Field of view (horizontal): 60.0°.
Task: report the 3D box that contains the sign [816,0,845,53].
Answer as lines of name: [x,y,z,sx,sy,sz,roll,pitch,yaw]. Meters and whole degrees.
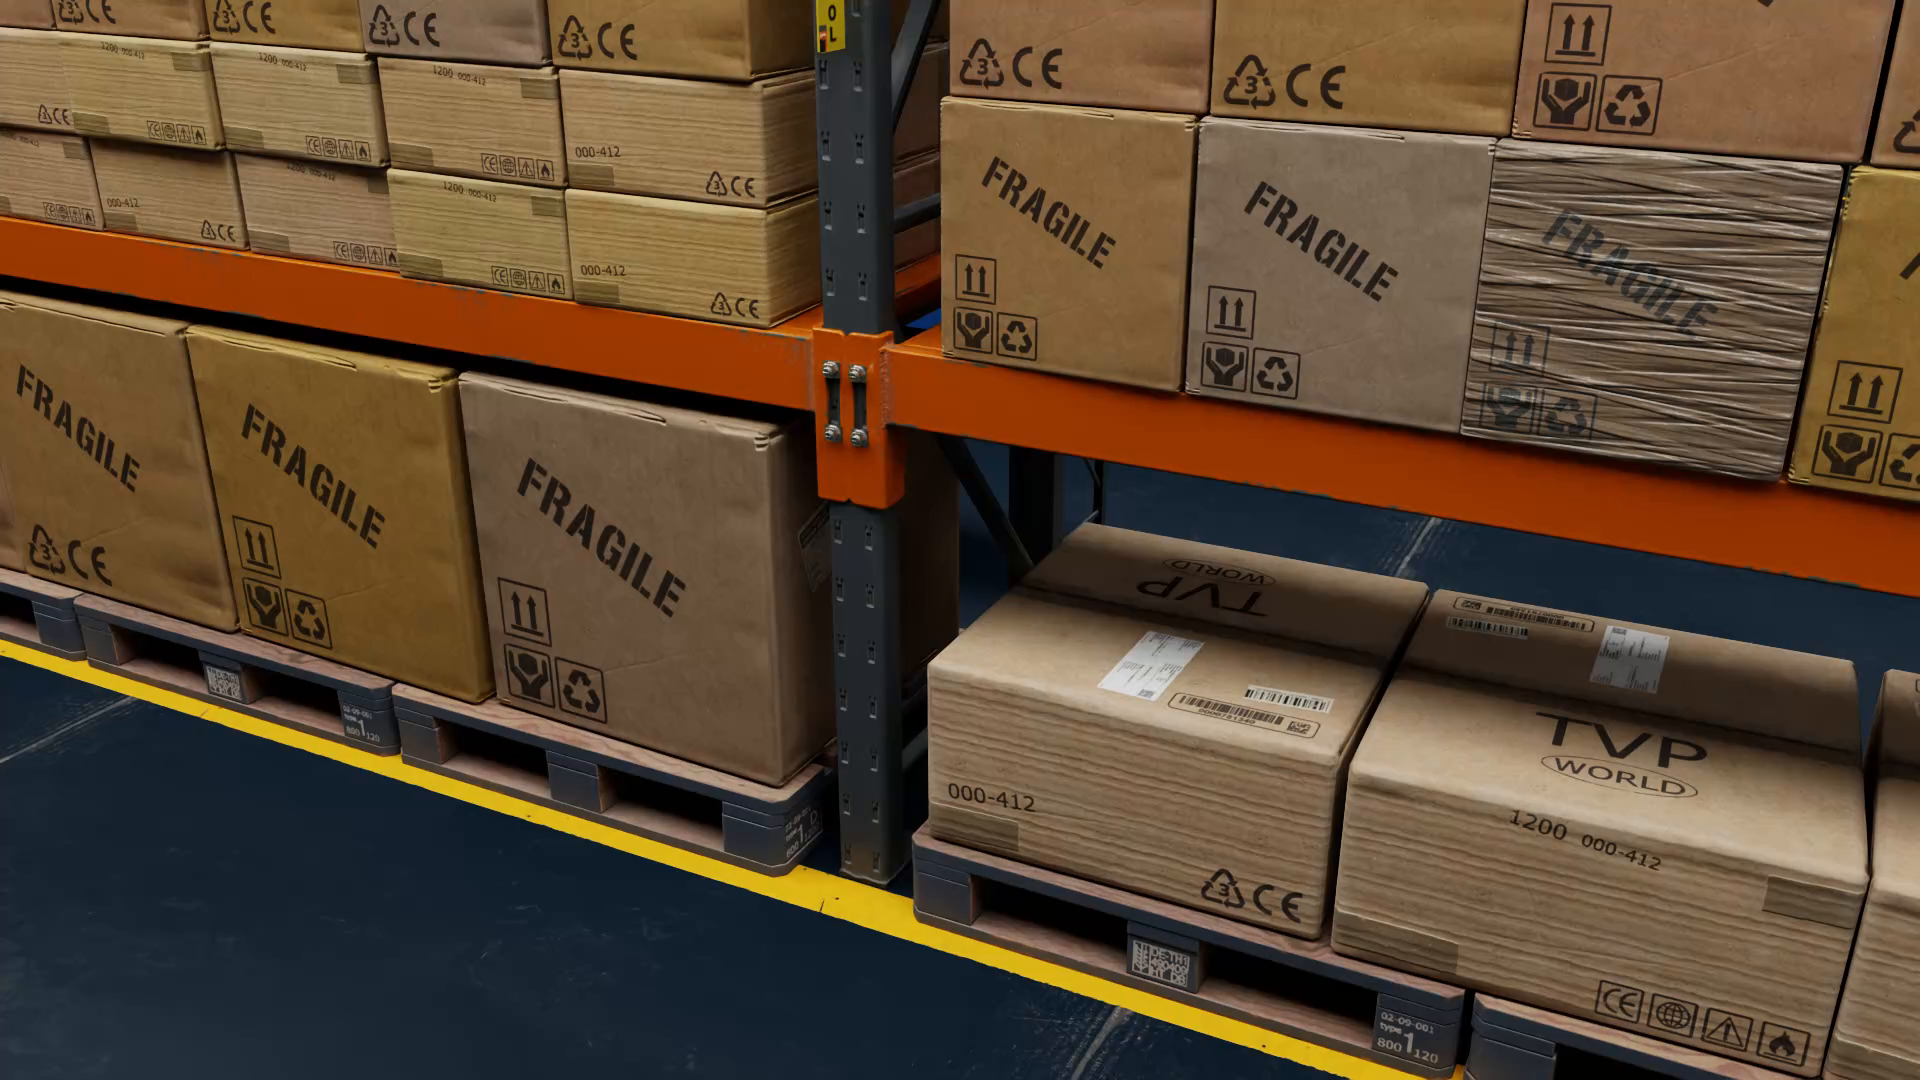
sign: [-0.237,-1.062,3.035,0.005,0.325,0.100,11,25,25]

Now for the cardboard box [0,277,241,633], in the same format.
cardboard box: [-2.198,-0.368,4.962,0.875,0.875,0.875,12,26,25]

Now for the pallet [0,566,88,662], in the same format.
pallet: [-2.901,-0.014,5.513,1.213,0.211,1.003,11,25,25]

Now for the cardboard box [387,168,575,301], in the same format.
cardboard box: [-0.969,-0.769,3.917,0.500,0.250,0.500,11,25,24]

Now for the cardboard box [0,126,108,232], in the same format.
cardboard box: [-2.316,-1.040,4.555,0.500,0.250,0.500,12,26,26]

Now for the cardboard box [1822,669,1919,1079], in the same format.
cardboard box: [2.114,0.695,3.019,0.875,0.438,0.875,12,26,26]

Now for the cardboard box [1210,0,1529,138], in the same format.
cardboard box: [0.762,-1.003,2.869,0.500,0.500,0.500,11,25,24]

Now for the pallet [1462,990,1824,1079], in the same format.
pallet: [1.735,0.903,3.356,1.213,0.211,1.003,11,25,25]

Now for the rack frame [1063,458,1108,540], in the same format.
rack frame: [0.378,-0.615,5.281,0.032,1.500,0.500,11,25,25]

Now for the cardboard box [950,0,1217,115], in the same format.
cardboard box: [0.315,-1.094,3.084,0.500,0.500,0.500,11,26,25]

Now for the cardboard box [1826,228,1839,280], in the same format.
cardboard box: [3.739,-1.240,7.179,0.250,0.149,0.380,11,26,25]

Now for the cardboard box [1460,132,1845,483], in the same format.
cardboard box: [1.188,-0.448,2.842,0.500,0.500,0.500,11,26,25]

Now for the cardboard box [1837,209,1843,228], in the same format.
cardboard box: [3.947,-1.400,7.554,0.250,0.149,0.380,11,26,25]

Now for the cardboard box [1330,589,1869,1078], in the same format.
cardboard box: [1.310,0.536,3.395,0.875,0.438,0.875,10,25,23]

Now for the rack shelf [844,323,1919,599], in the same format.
rack shelf: [1.784,-0.072,3.006,4.000,0.370,1.077,11,25,25]

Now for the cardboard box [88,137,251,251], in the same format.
cardboard box: [-1.874,-0.954,4.353,0.500,0.250,0.500,11,25,25]

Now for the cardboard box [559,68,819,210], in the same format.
cardboard box: [-0.504,-0.910,3.611,0.500,0.250,0.500,11,25,24]

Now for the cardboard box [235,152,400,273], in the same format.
cardboard box: [-1.411,-0.865,4.142,0.500,0.250,0.500,10,25,23]

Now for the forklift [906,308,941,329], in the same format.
forklift: [-0.067,-2.384,7.611,1.130,2.935,3.031,-1,23,-1]

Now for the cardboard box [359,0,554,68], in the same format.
cardboard box: [-0.978,-1.343,3.669,0.500,0.500,0.500,12,26,26]

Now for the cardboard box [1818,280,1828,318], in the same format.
cardboard box: [3.701,-1.077,7.176,0.250,0.149,0.380,11,26,25]

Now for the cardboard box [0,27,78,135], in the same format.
cardboard box: [-2.330,-1.264,4.442,0.500,0.250,0.500,11,25,24]

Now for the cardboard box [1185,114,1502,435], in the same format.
cardboard box: [0.747,-0.538,3.054,0.500,0.500,0.500,11,26,25]

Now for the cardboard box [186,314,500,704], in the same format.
cardboard box: [-1.400,-0.210,4.590,0.875,0.875,0.875,12,26,26]

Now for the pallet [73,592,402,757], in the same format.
pallet: [-1.817,0.202,5.006,1.213,0.211,1.003,11,25,25]

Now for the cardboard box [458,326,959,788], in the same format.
cardboard box: [-0.591,-0.053,4.221,0.875,0.875,0.875,12,26,26]

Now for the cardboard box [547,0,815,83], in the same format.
cardboard box: [-0.513,-1.254,3.460,0.500,0.500,0.500,12,26,26]

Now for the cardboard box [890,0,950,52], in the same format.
cardboard box: [-0.264,-1.441,3.899,0.500,0.500,0.500,12,26,25]

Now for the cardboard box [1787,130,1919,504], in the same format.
cardboard box: [1.647,-0.357,2.628,0.500,0.500,0.500,12,26,26]

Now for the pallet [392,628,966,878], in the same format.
pallet: [-0.724,0.417,4.500,1.213,0.211,1.003,11,25,25]

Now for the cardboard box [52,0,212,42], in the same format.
cardboard box: [-1.890,-1.525,4.098,0.500,0.500,0.500,12,26,25]

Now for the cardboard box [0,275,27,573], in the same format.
cardboard box: [-2.992,-0.527,5.335,0.875,0.875,0.875,11,25,24]

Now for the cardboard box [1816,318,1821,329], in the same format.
cardboard box: [3.767,-0.973,7.312,0.250,0.149,0.380,12,26,26]

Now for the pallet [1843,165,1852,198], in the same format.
pallet: [6.206,-2.558,11.495,1.213,0.211,1.003,11,25,25]

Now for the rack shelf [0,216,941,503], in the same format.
rack shelf: [-1.786,-0.779,4.667,4.000,0.370,1.077,11,25,25]

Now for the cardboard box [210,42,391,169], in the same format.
cardboard box: [-1.419,-1.085,4.022,0.500,0.250,0.500,12,26,26]

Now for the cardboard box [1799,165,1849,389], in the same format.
cardboard box: [1.445,-0.637,3.288,0.500,0.500,0.500,11,25,24]

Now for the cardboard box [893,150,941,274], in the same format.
cardboard box: [-0.275,-0.857,4.125,0.500,0.250,0.500,11,25,23]

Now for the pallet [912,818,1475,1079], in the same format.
pallet: [0.642,0.688,3.862,1.213,0.211,1.003,11,25,25]

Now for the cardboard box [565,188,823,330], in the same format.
cardboard box: [-0.515,-0.679,3.705,0.500,0.250,0.500,11,25,23]

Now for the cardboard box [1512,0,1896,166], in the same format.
cardboard box: [1.215,-0.908,2.647,0.500,0.500,0.500,12,26,26]

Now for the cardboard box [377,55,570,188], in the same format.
cardboard box: [-0.954,-0.996,3.812,0.500,0.250,0.500,12,26,26]

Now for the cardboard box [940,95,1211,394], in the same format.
cardboard box: [0.300,-0.628,3.266,0.500,0.500,0.500,12,26,26]

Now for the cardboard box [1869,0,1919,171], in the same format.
cardboard box: [1.663,-0.818,2.436,0.500,0.500,0.500,11,25,24]

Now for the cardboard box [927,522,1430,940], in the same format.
cardboard box: [0.511,0.378,3.766,0.875,0.438,0.875,11,25,24]

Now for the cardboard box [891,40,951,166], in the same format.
cardboard box: [-0.267,-1.094,4.042,0.500,0.250,0.500,10,25,23]

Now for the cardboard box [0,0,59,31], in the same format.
cardboard box: [-2.339,-1.615,4.310,0.500,0.500,0.500,12,26,26]

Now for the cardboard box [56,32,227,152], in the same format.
cardboard box: [-1.883,-1.170,4.221,0.500,0.250,0.500,12,26,25]

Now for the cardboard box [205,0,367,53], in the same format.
cardboard box: [-1.422,-1.439,3.895,0.500,0.500,0.500,12,26,26]

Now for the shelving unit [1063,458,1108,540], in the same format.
shelving unit: [-0.076,-0.705,5.492,1.048,1.500,0.538,11,25,25]

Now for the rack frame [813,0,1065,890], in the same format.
rack frame: [-0.001,-0.756,3.696,0.127,3.000,1.000,11,25,25]
